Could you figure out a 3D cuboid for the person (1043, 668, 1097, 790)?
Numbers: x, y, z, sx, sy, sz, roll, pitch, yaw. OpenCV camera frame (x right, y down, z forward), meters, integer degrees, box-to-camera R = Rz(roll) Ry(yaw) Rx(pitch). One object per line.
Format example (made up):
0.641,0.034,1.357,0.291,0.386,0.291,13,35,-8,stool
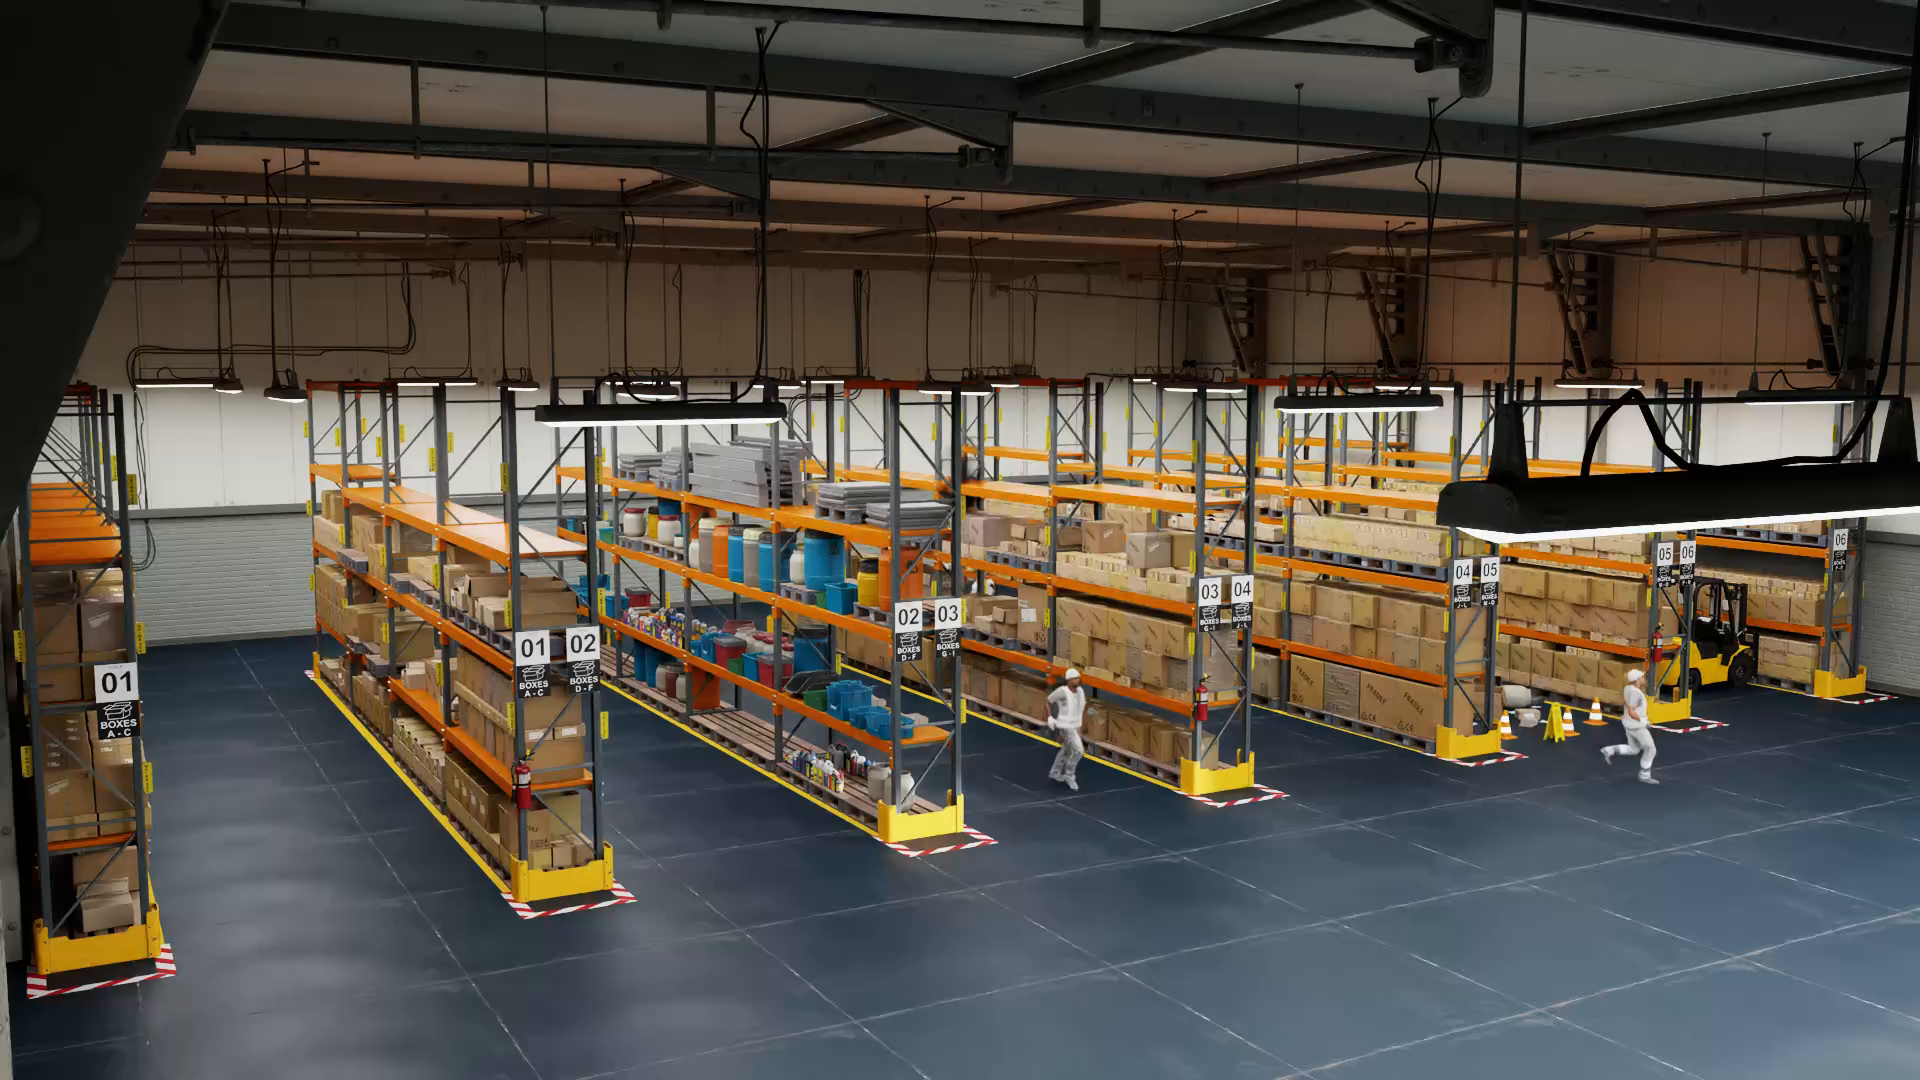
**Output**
1.655,2.816,24.793,0.835,1.822,0.659,5,8,37,person

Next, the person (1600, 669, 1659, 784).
10.145,2.815,25.112,0.850,1.747,0.661,1,6,7,person

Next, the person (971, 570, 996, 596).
0.535,1.512,37.162,0.673,1.830,0.914,-2,7,-22,person

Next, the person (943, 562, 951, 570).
-0.336,1.045,41.885,0.591,1.704,0.778,-4,7,-33,person
